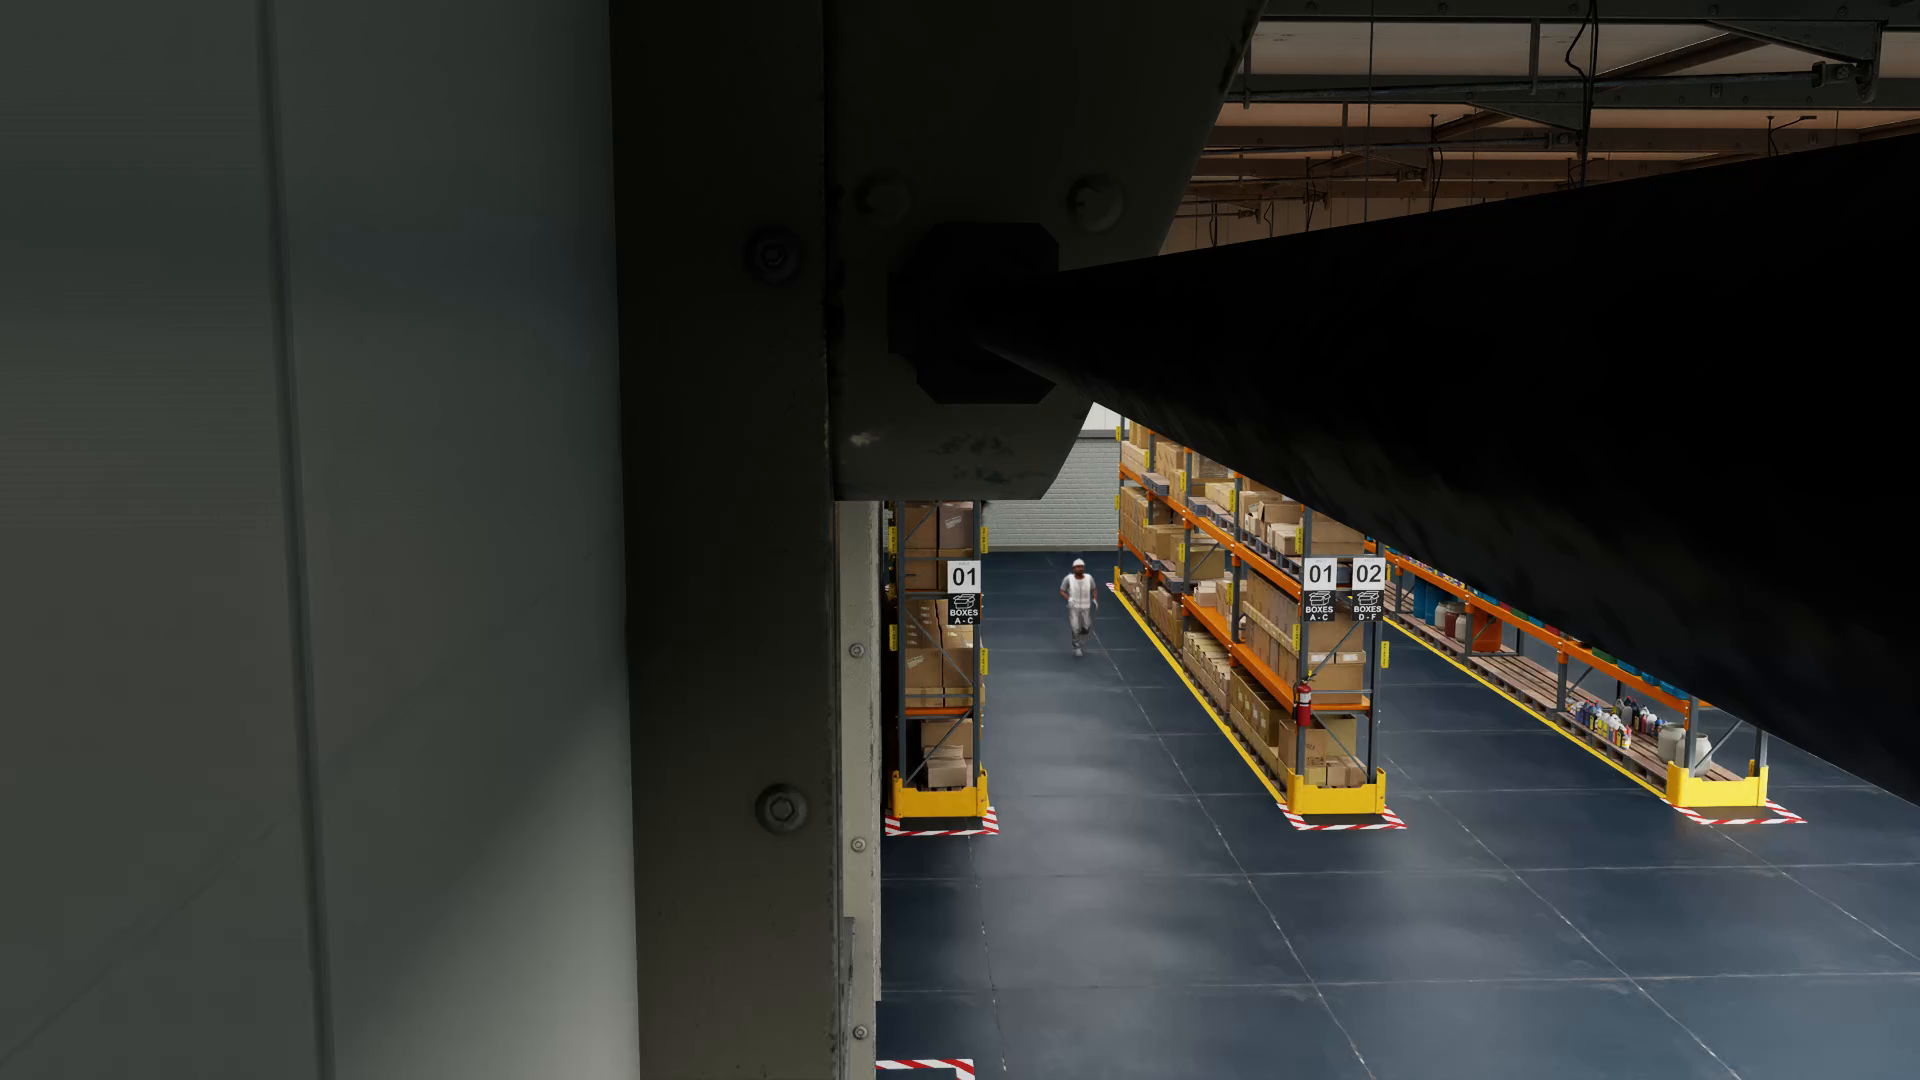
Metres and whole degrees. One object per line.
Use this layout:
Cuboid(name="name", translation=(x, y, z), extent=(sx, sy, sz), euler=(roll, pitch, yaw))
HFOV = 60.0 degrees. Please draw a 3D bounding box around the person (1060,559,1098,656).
Cuboid(name="person", translation=(2.126, 1.206, 29.737), extent=(0.685, 1.736, 0.599), euler=(-1, 8, -6))
